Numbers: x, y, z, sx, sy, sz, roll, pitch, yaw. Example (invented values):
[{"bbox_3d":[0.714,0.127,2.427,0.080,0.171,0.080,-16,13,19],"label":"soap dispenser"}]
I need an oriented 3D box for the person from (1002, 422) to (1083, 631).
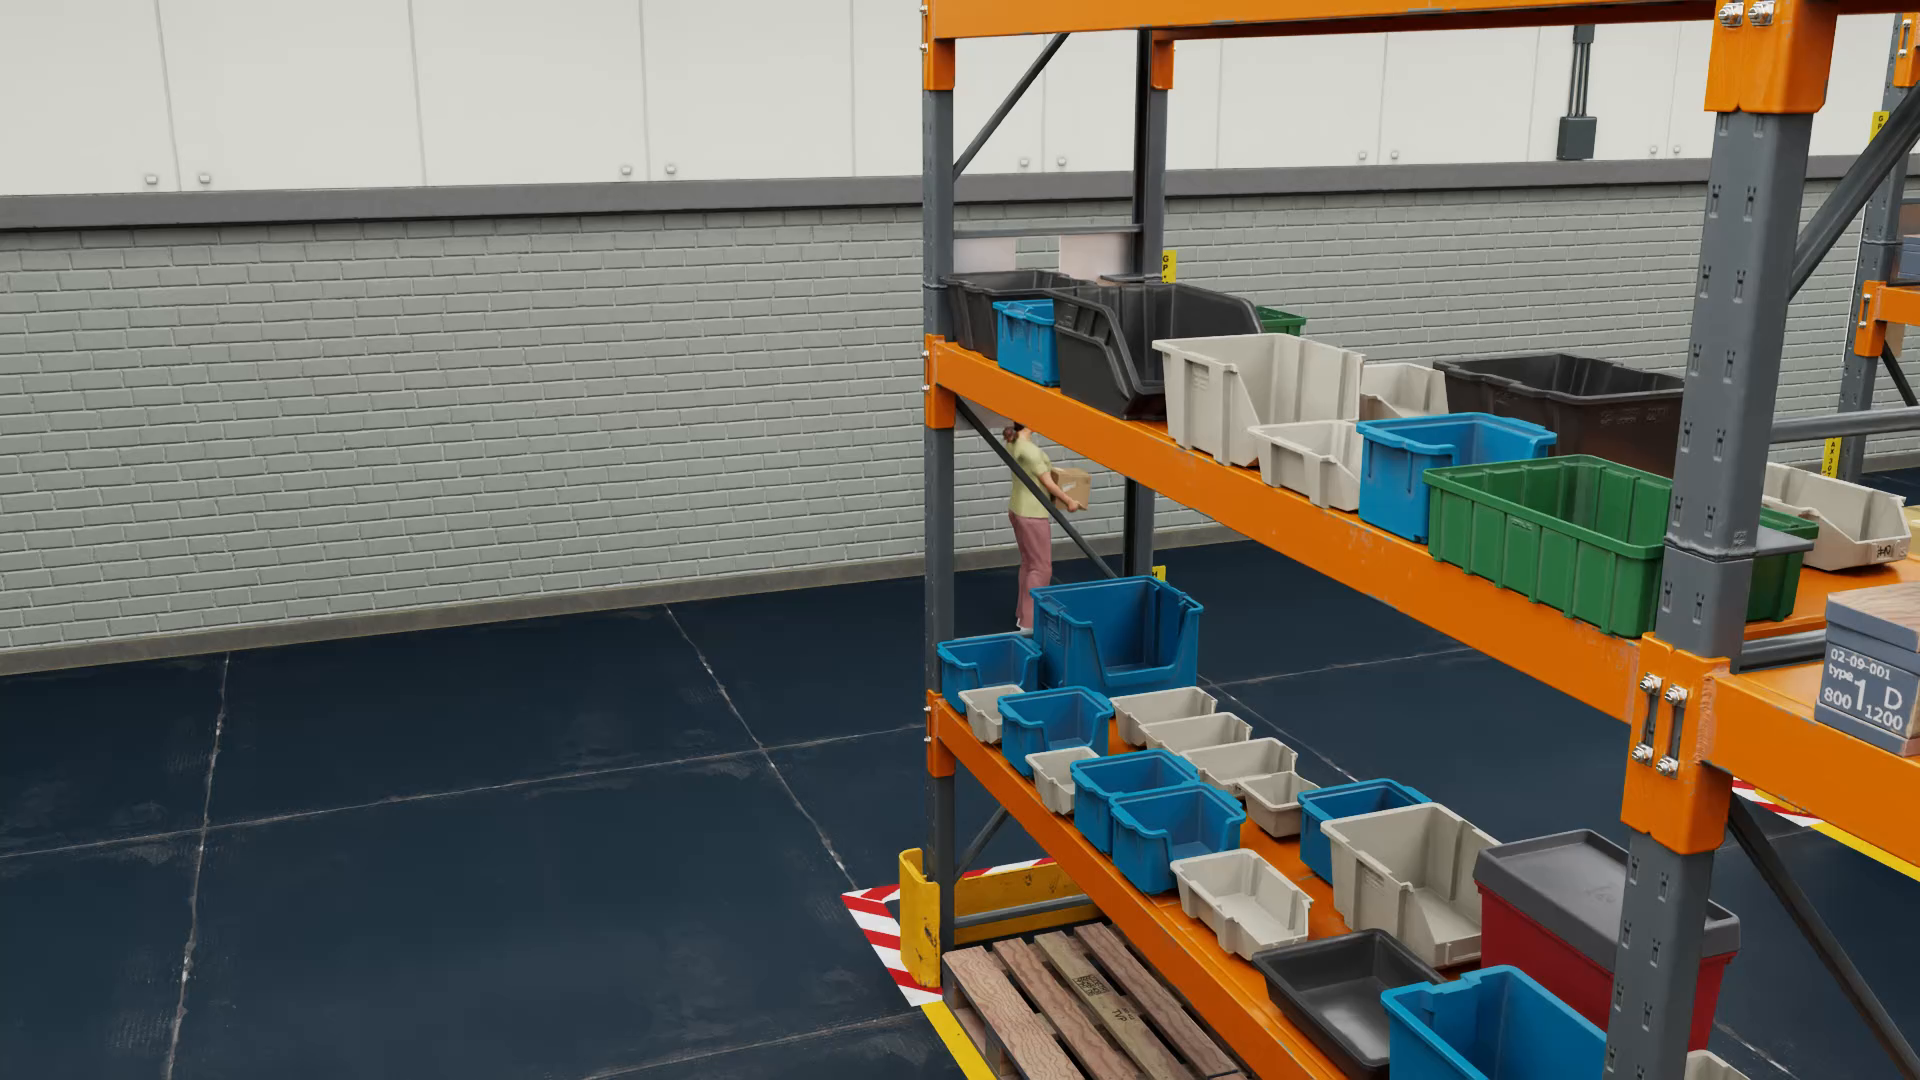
[{"bbox_3d":[0.552,-0.166,11.643,0.551,1.664,0.426,-6,17,-19],"label":"person"}]
